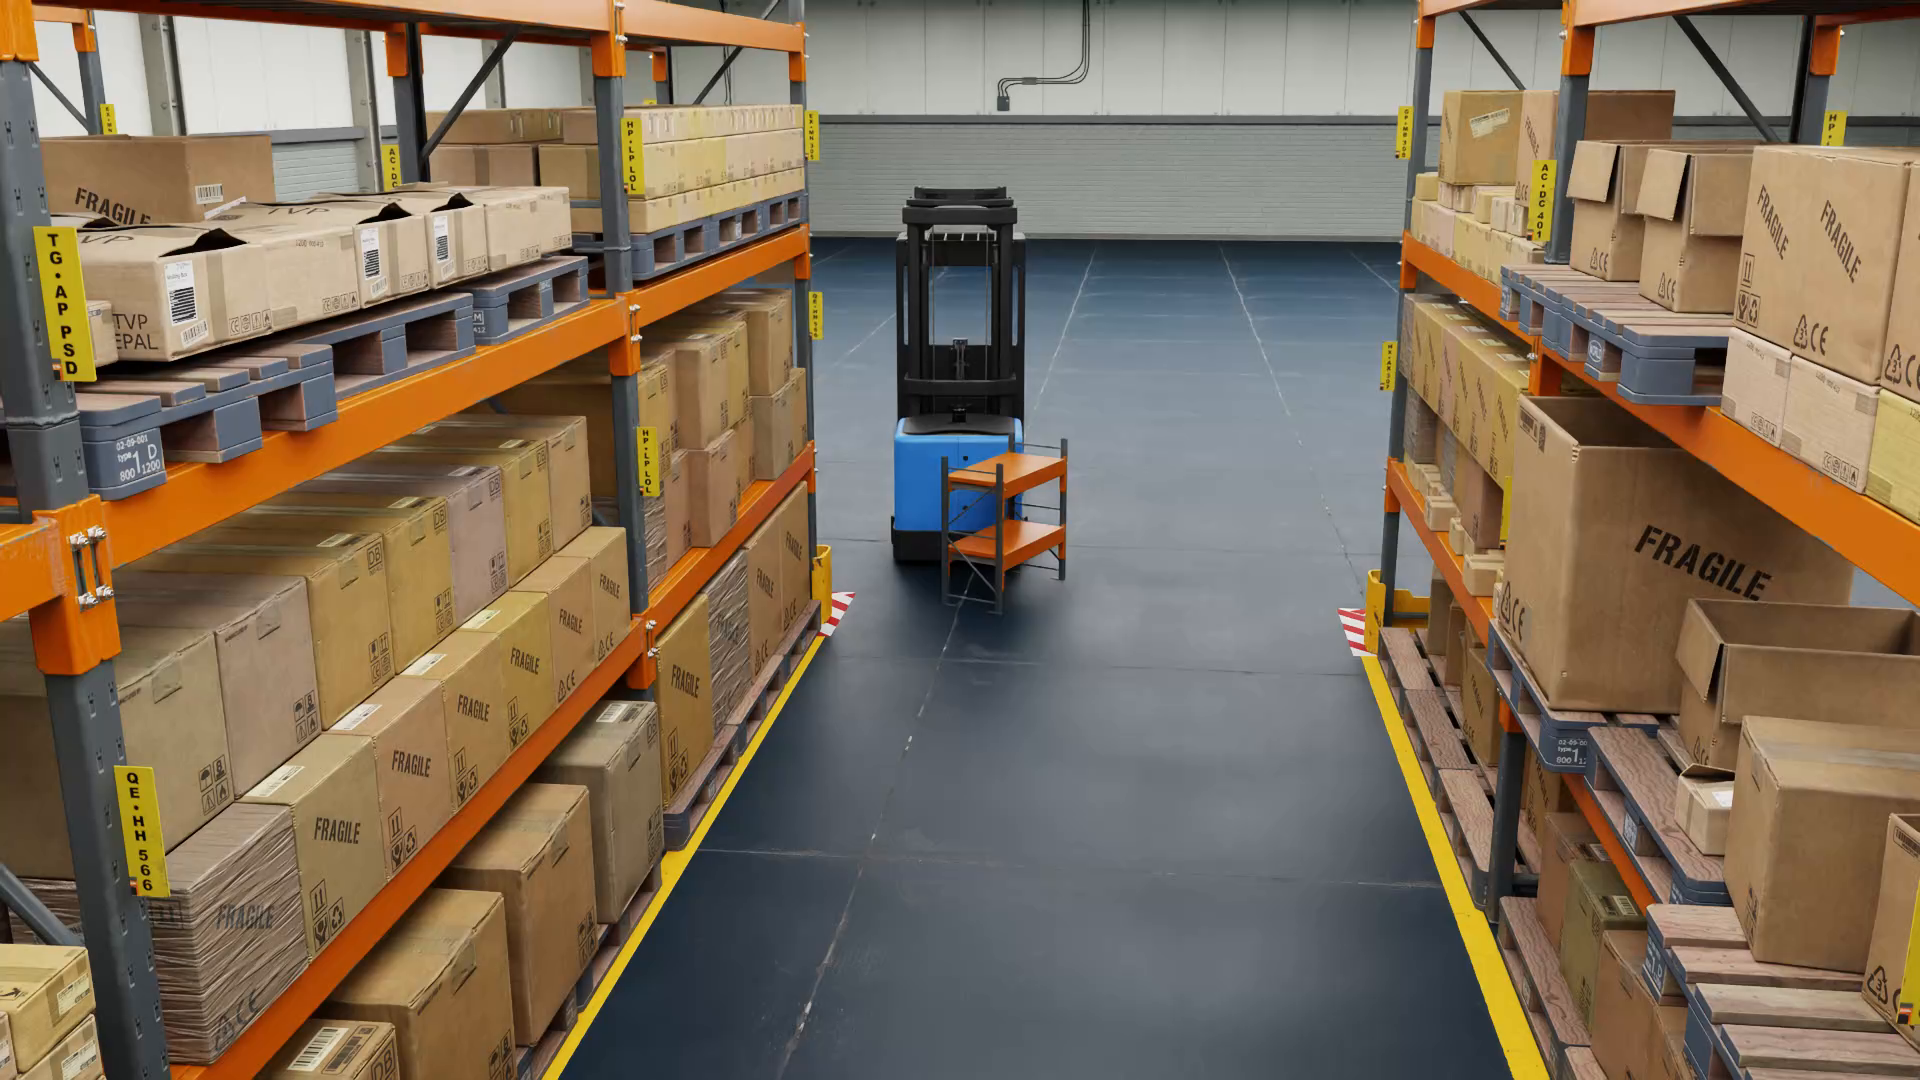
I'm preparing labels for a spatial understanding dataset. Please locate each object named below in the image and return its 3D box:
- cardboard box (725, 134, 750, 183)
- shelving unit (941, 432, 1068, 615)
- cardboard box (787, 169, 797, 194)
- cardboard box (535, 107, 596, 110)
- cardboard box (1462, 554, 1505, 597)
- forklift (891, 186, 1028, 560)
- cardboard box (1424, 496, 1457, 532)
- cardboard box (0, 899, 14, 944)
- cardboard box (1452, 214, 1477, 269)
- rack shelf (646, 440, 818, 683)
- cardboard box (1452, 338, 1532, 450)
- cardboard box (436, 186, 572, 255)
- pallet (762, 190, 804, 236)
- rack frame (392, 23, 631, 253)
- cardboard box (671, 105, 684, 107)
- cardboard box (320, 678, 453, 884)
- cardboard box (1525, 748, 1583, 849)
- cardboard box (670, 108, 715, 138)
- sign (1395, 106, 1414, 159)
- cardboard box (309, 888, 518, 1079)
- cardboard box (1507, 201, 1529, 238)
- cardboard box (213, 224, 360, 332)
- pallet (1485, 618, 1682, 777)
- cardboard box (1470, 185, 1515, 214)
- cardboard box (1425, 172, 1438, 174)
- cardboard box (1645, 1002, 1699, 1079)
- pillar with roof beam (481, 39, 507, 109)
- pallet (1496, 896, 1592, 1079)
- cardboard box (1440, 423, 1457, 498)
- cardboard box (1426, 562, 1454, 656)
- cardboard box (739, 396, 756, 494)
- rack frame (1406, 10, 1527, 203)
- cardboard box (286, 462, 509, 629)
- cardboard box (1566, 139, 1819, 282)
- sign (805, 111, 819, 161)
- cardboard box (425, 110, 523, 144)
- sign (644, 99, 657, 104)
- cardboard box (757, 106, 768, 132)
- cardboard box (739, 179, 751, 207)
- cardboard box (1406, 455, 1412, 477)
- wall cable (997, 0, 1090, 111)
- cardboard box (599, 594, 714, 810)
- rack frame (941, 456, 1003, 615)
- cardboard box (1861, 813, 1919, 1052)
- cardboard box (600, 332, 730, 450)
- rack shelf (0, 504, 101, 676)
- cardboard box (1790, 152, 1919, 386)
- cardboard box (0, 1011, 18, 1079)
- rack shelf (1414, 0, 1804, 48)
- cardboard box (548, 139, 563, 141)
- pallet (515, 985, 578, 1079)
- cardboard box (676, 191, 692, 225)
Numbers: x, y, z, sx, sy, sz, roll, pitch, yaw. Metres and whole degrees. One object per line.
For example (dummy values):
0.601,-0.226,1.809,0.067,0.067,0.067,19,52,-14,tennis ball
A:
-1.483,-2.136,9.289,0.500,0.250,0.500,2,15,7,cardboard box
0.344,-0.147,12.549,0.538,1.125,1.048,9,17,29,shelving unit
-1.263,-2.308,10.688,0.380,0.149,0.250,2,15,7,cardboard box
-2.117,-2.248,8.941,0.380,0.149,0.250,2,15,6,cardboard box
2.708,0.179,8.233,0.380,0.149,0.250,2,15,6,cardboard box
0.010,-1.579,14.385,1.130,2.935,3.031,0,15,1,forklift
2.849,-0.145,9.432,0.380,0.149,0.250,2,15,6,cardboard box
-2.652,1.010,4.487,0.500,0.500,0.500,2,15,6,cardboard box
2.907,-1.580,8.799,0.500,0.250,0.500,2,15,8,cardboard box
-1.759,-0.025,9.888,1.077,0.370,4.000,2,15,6,rack shelf
2.822,-0.740,8.477,0.500,0.500,0.500,2,15,6,cardboard box
-1.905,-1.293,6.741,0.500,0.250,0.500,2,15,7,cardboard box
-1.607,-2.104,10.620,1.003,0.211,1.213,2,15,6,pallet
-1.985,-2.750,7.093,1.000,3.000,0.127,2,15,6,rack frame
-1.945,-2.646,10.410,0.380,0.149,0.250,1,15,5,cardboard box
-2.005,0.764,5.399,0.500,0.500,0.500,2,15,6,cardboard box
3.017,1.220,7.889,0.500,0.500,0.500,1,15,5,cardboard box
-1.493,-2.166,8.635,0.380,0.149,0.250,2,15,7,cardboard box
2.845,-2.605,10.628,0.100,0.325,0.005,2,15,6,sign
-2.182,1.685,5.691,1.050,0.750,0.750,2,15,7,cardboard box
2.745,-1.477,7.654,0.380,0.149,0.250,1,15,3,cardboard box
-2.079,-0.754,4.750,0.500,0.250,0.500,2,15,8,cardboard box
2.702,0.605,6.546,1.003,0.211,1.213,2,15,6,pallet
2.960,-1.820,8.924,0.380,0.149,0.250,2,15,6,cardboard box
3.123,-2.223,10.412,0.380,0.149,0.250,2,15,6,cardboard box
2.644,1.884,5.393,0.700,0.500,0.500,3,15,11,cardboard box
-5.384,-9.996,33.890,9.100,9.000,0.400,2,15,6,pillar with roof beam
2.846,1.866,6.855,1.003,0.211,1.213,2,15,6,pallet
3.258,-0.508,9.531,0.875,0.500,0.500,2,15,6,cardboard box
3.297,0.446,10.749,0.500,0.500,0.500,5,16,17,cardboard box
-1.758,-0.581,10.278,0.875,0.550,0.550,2,15,6,cardboard box
3.384,-3.615,10.292,1.000,3.000,0.127,2,15,6,rack frame
-2.148,0.009,6.277,0.700,0.500,0.500,2,15,7,cardboard box
2.781,-1.263,6.339,0.797,0.503,0.637,1,15,3,cardboard box
-0.996,-2.709,11.143,0.100,0.325,0.005,2,15,6,sign
-2.260,-1.921,7.731,0.380,0.149,0.250,2,15,6,cardboard box
-2.084,-2.818,11.263,0.100,0.325,0.005,2,15,6,sign
-1.350,-2.494,9.848,0.380,0.149,0.250,2,15,6,cardboard box
-1.407,-1.977,9.467,0.380,0.149,0.250,2,15,7,cardboard box
3.067,-0.467,10.623,0.380,0.149,0.250,2,15,6,cardboard box
2.093,-13.762,41.302,2.305,6.003,0.169,2,15,6,wall cable
-1.844,0.808,8.694,0.875,0.875,0.875,2,15,7,cardboard box
0.086,-0.032,12.126,0.500,1.125,0.032,9,17,29,rack frame
2.502,0.964,3.856,0.500,0.500,0.500,0,15,-1,cardboard box
-1.765,-0.824,9.108,0.875,0.550,0.550,2,15,6,cardboard box
-2.662,0.601,1.823,1.077,0.370,4.000,2,15,6,rack shelf
2.333,-0.646,3.910,0.500,0.500,0.500,2,15,6,cardboard box
-2.066,1.020,3.179,0.380,0.149,0.250,2,15,6,cardboard box
3.158,-2.748,8.468,1.077,0.370,4.000,2,15,6,rack shelf
-2.127,-1.891,8.382,0.500,0.250,0.500,2,15,6,cardboard box
-2.132,2.012,6.318,1.003,0.211,1.213,2,15,6,pallet
-1.549,-1.648,8.249,0.380,0.149,0.250,2,15,6,cardboard box
